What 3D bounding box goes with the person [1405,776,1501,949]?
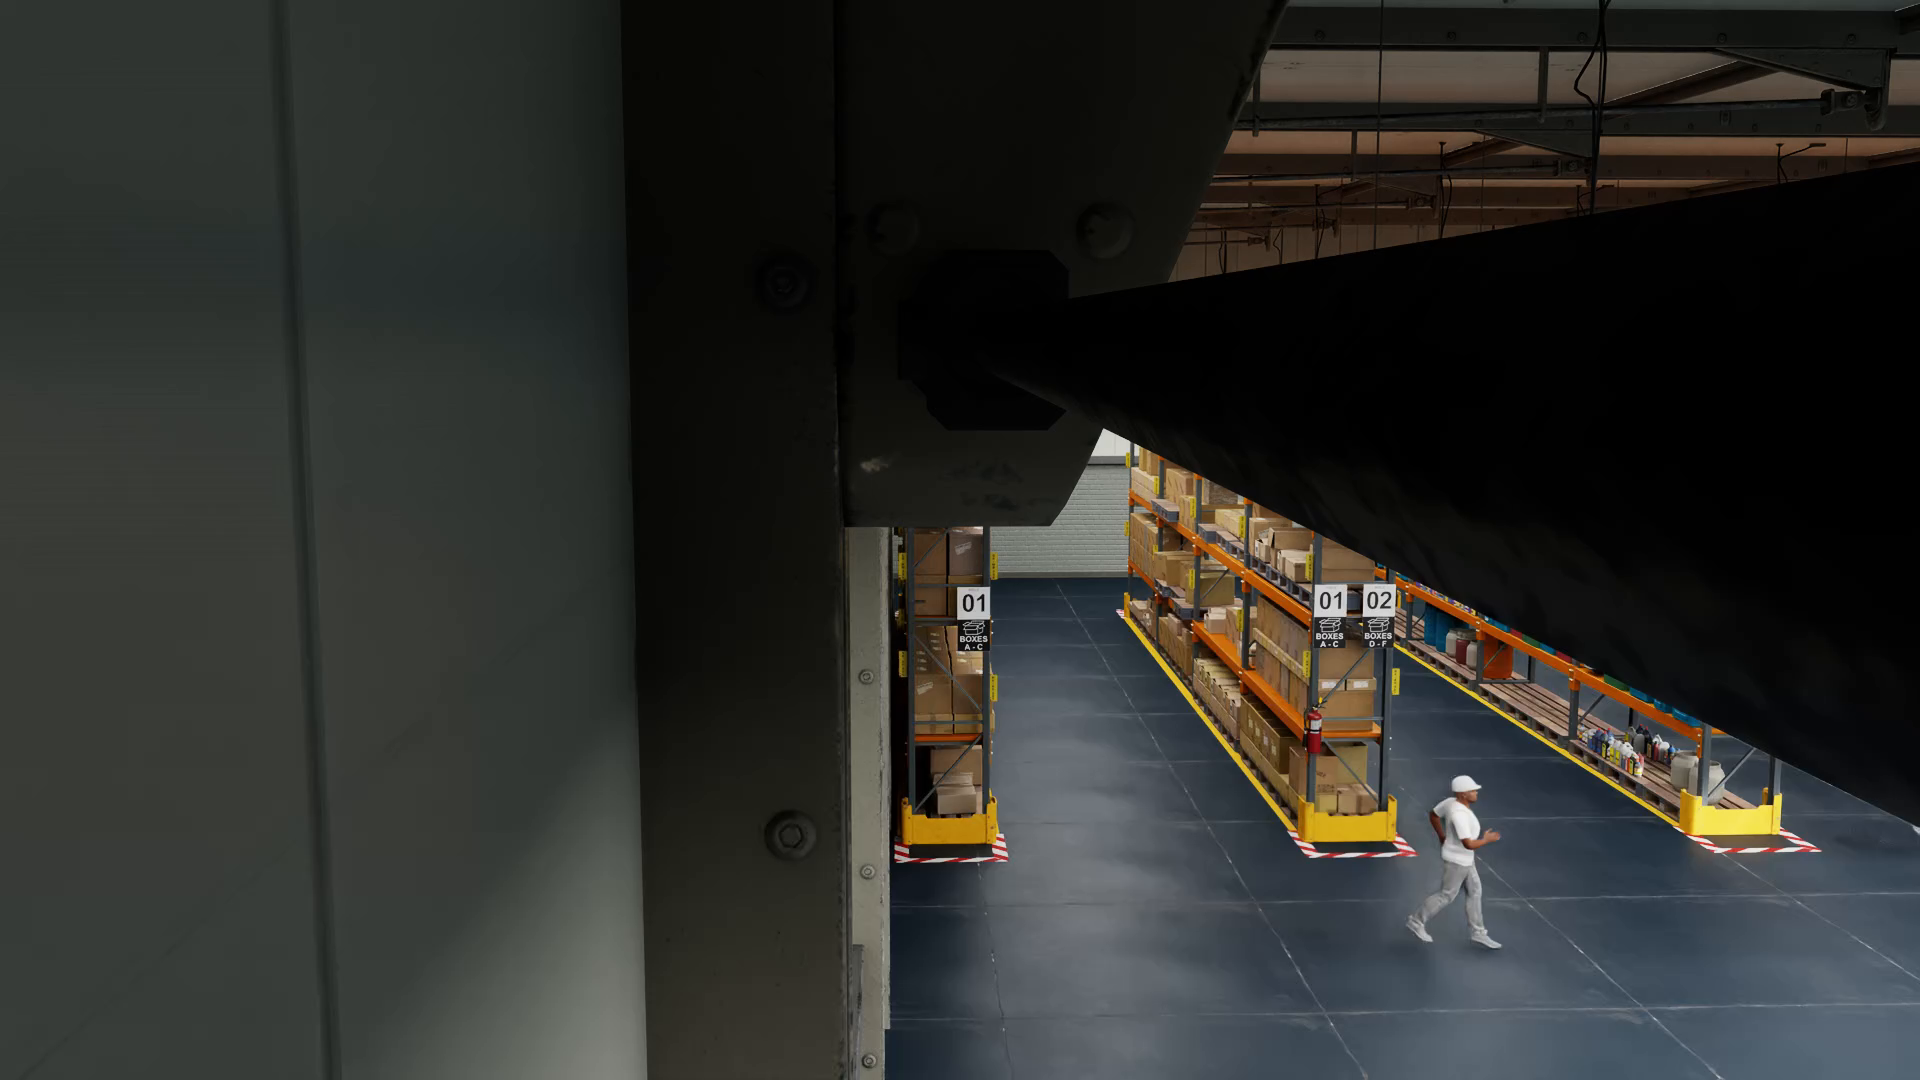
[{"bbox_3d":[5.049,3.268,16.924,0.950,1.781,0.688,2,8,15],"label":"person"}]
